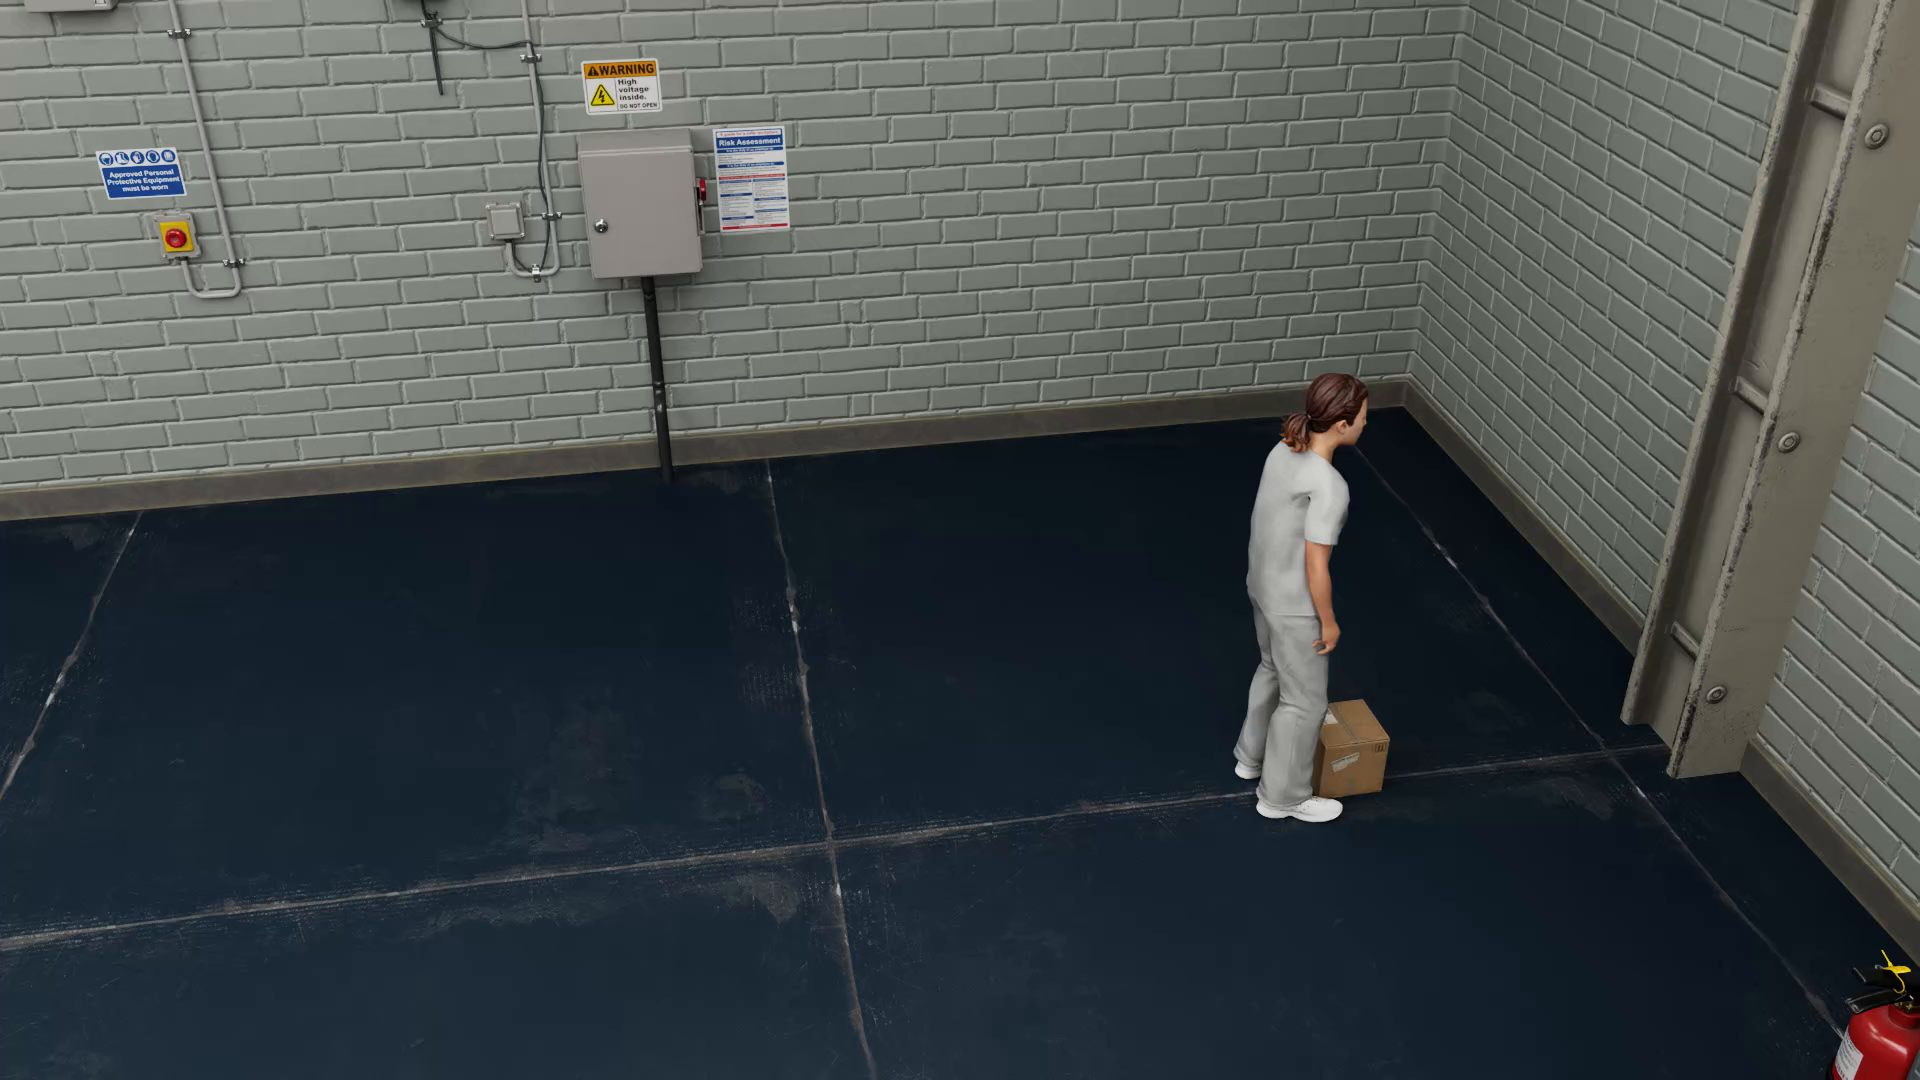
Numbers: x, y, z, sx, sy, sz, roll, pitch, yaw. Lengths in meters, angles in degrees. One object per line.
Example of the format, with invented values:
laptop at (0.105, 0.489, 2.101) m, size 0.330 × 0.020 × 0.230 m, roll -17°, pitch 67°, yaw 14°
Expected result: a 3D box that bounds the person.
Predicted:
person at (1.182, 0.197, 5.803) m, size 0.352 × 1.673 × 0.495 m, roll -6°, pitch 31°, yaw -9°
